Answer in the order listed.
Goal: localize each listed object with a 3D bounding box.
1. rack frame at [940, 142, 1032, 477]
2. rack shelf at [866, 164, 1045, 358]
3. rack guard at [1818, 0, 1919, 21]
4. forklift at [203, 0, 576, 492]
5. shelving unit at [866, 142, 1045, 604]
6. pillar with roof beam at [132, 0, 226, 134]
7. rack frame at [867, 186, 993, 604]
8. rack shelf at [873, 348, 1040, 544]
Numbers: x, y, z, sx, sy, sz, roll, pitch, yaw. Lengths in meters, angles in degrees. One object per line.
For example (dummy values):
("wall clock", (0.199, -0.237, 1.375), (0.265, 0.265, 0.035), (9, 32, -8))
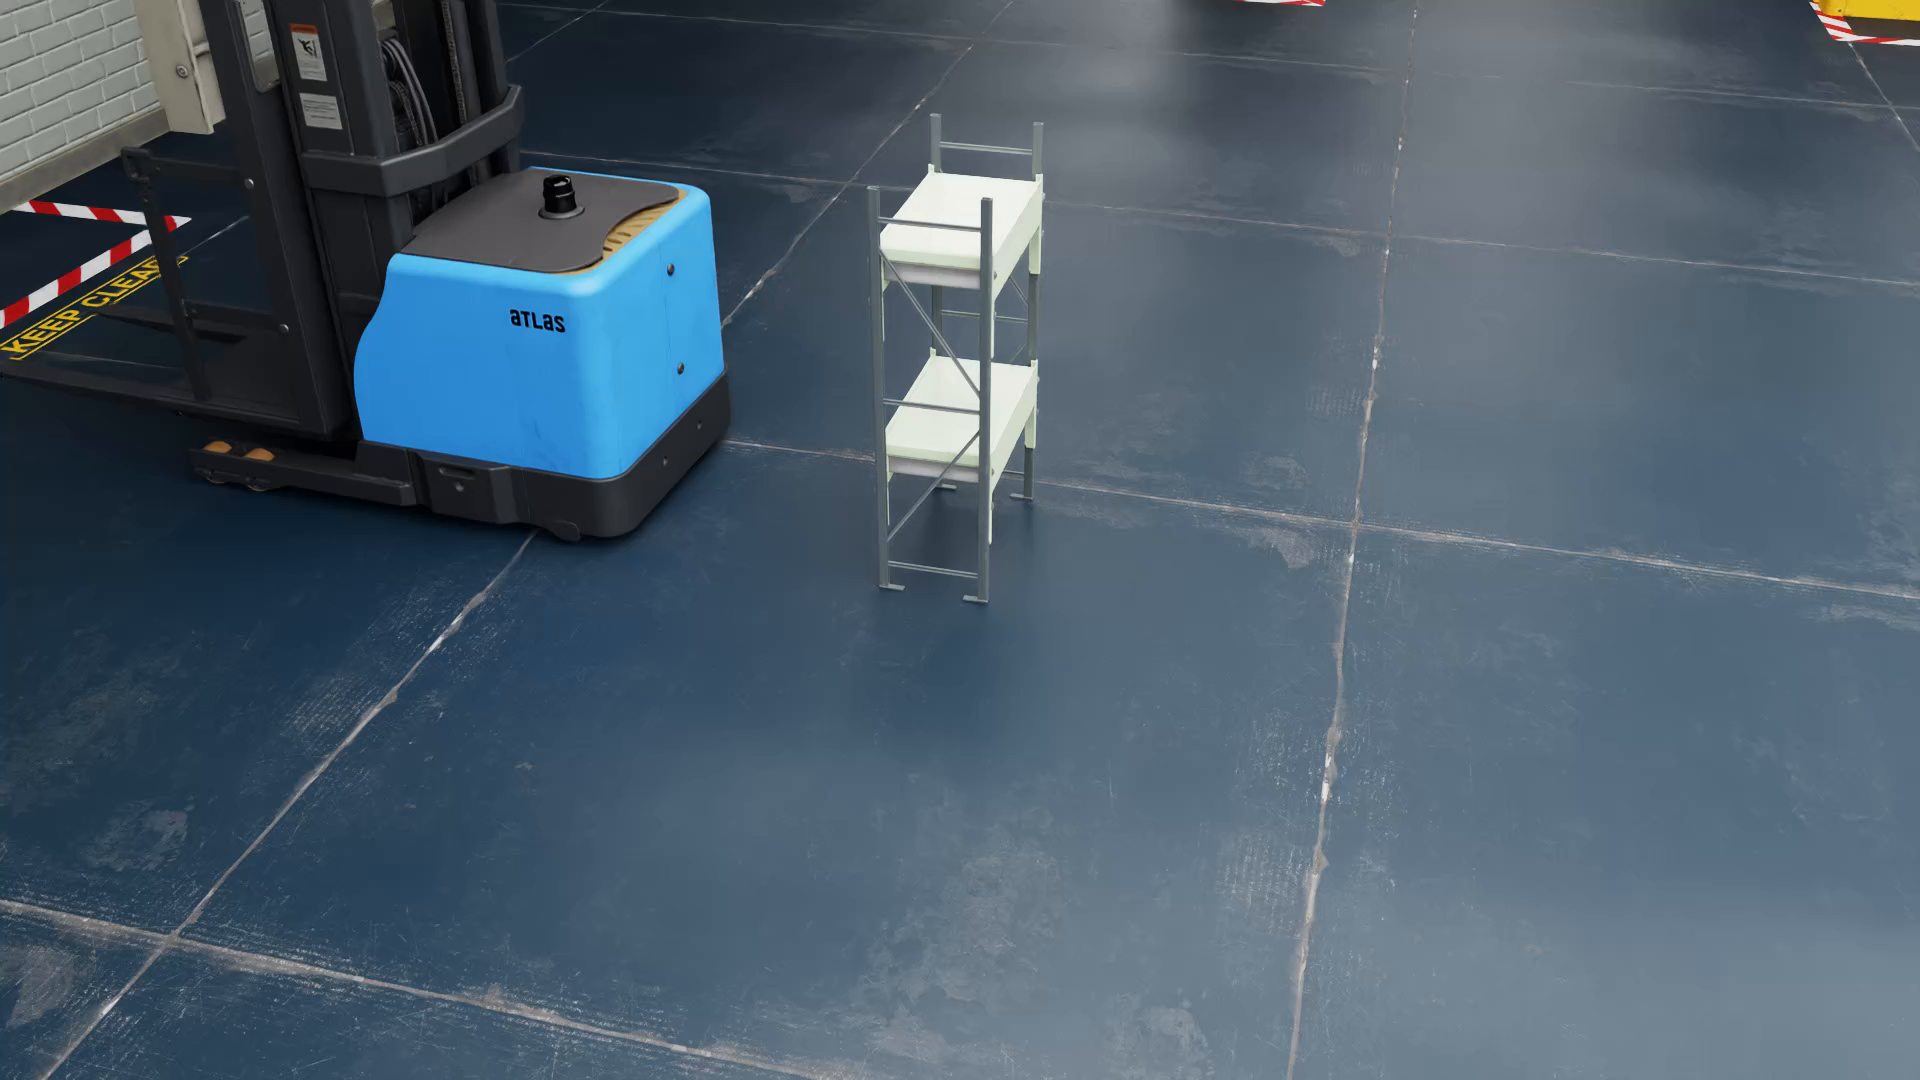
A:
("rack frame", (0.092, -0.819, 6.141), (0.380, 1.308, 0.010), (8, 33, 12))
("rack shelf", (-0.002, -0.959, 5.633), (0.431, 0.370, 0.720), (8, 33, 12))
("rack guard", (7.060, -4.137, 12.291), (1.175, 0.500, 0.348), (8, 33, 12))
("forklift", (9.613, -2.681, 7.794), (22.805, 2.867, 12.119), (10, 34, 15))
("shelving unit", (-0.003, -0.628, 5.839), (0.431, 1.500, 0.748), (8, 33, 12))
("pillar with roof beam", (-0.514, -5.808, 6.998), (9.100, 9.000, 0.400), (8, 33, 12))
("rack frame", (-0.095, -0.440, 5.543), (0.400, 1.500, 0.023), (8, 33, 12))
("rack shelf", (-0.002, -0.354, 6.017), (0.431, 0.370, 0.720), (8, 33, 12))
